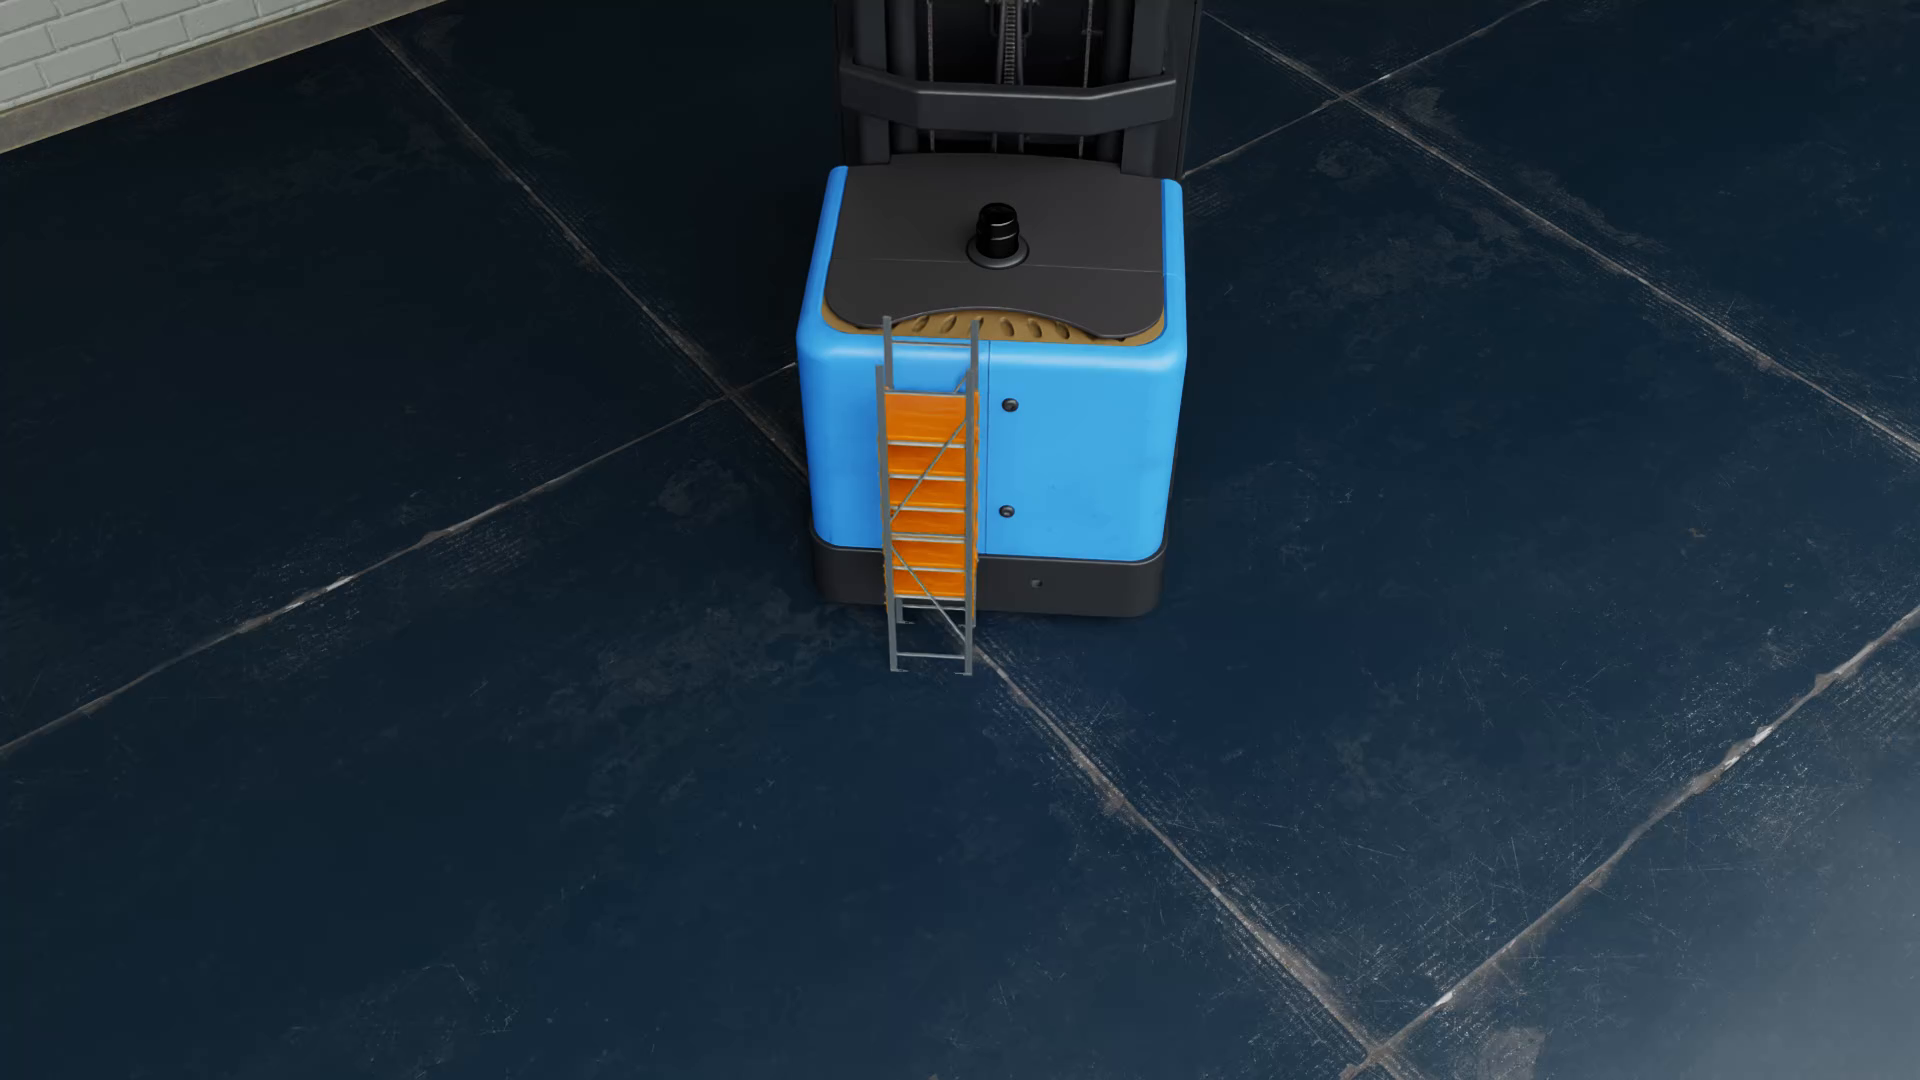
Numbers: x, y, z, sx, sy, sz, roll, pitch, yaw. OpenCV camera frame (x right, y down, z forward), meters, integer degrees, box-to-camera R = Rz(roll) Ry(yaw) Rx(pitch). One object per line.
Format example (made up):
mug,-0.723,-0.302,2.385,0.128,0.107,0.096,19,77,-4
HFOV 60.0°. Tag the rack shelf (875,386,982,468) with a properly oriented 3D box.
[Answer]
rack shelf,-0.079,-0.291,4.278,0.258,0.103,0.180,3,48,3

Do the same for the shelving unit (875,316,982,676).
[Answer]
shelving unit,-0.079,-0.079,4.512,0.258,1.200,0.189,3,48,3

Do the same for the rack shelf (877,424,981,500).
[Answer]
rack shelf,-0.079,-0.210,4.367,0.258,0.103,0.180,3,48,3

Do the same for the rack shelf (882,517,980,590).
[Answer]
rack shelf,-0.079,0.032,4.633,0.258,0.103,0.180,3,48,3

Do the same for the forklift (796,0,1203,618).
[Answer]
forklift,0.177,-1.845,4.944,1.130,2.935,3.031,3,48,3

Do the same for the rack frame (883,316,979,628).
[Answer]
rack frame,-0.073,-0.147,4.573,0.240,1.200,0.006,3,48,3

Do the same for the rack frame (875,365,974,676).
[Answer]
rack frame,-0.085,-0.011,4.450,0.240,1.200,0.006,3,48,3

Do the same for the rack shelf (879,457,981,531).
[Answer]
rack shelf,-0.079,-0.130,4.456,0.258,0.103,0.180,3,48,3

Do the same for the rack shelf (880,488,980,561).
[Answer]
rack shelf,-0.079,-0.049,4.545,0.258,0.103,0.180,3,48,3

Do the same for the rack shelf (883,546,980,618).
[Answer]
rack shelf,-0.079,0.112,4.722,0.258,0.103,0.180,3,48,3
